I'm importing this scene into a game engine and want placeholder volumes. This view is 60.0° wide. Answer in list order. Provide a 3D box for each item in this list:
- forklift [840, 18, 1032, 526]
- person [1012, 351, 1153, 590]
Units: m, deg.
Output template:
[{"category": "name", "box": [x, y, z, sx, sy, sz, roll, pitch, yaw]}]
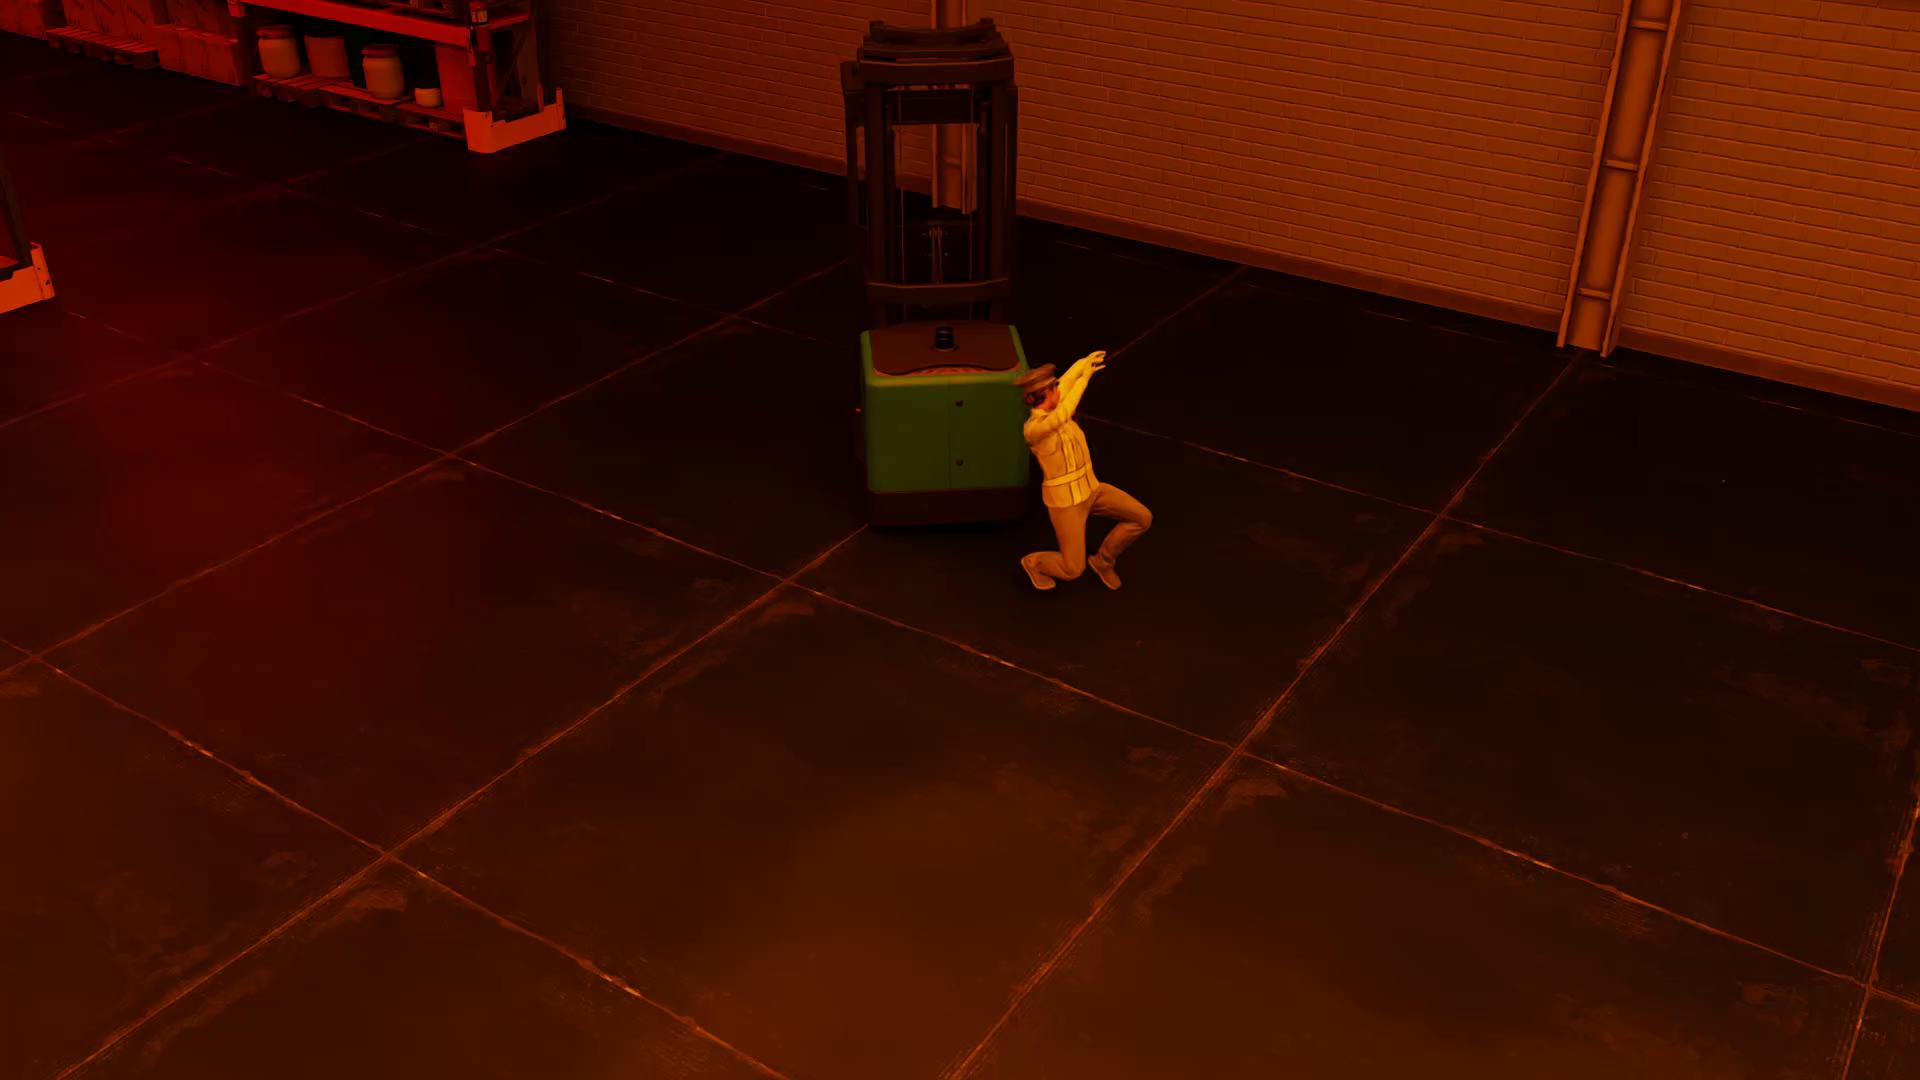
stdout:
[{"category": "forklift", "box": [-0.205, -2.069, 11.144, 1.130, 2.935, 3.031, -3, 30, -5]}, {"category": "person", "box": [0.782, -0.442, 9.773, 0.825, 1.536, 1.019, 16, 34, 26]}]
